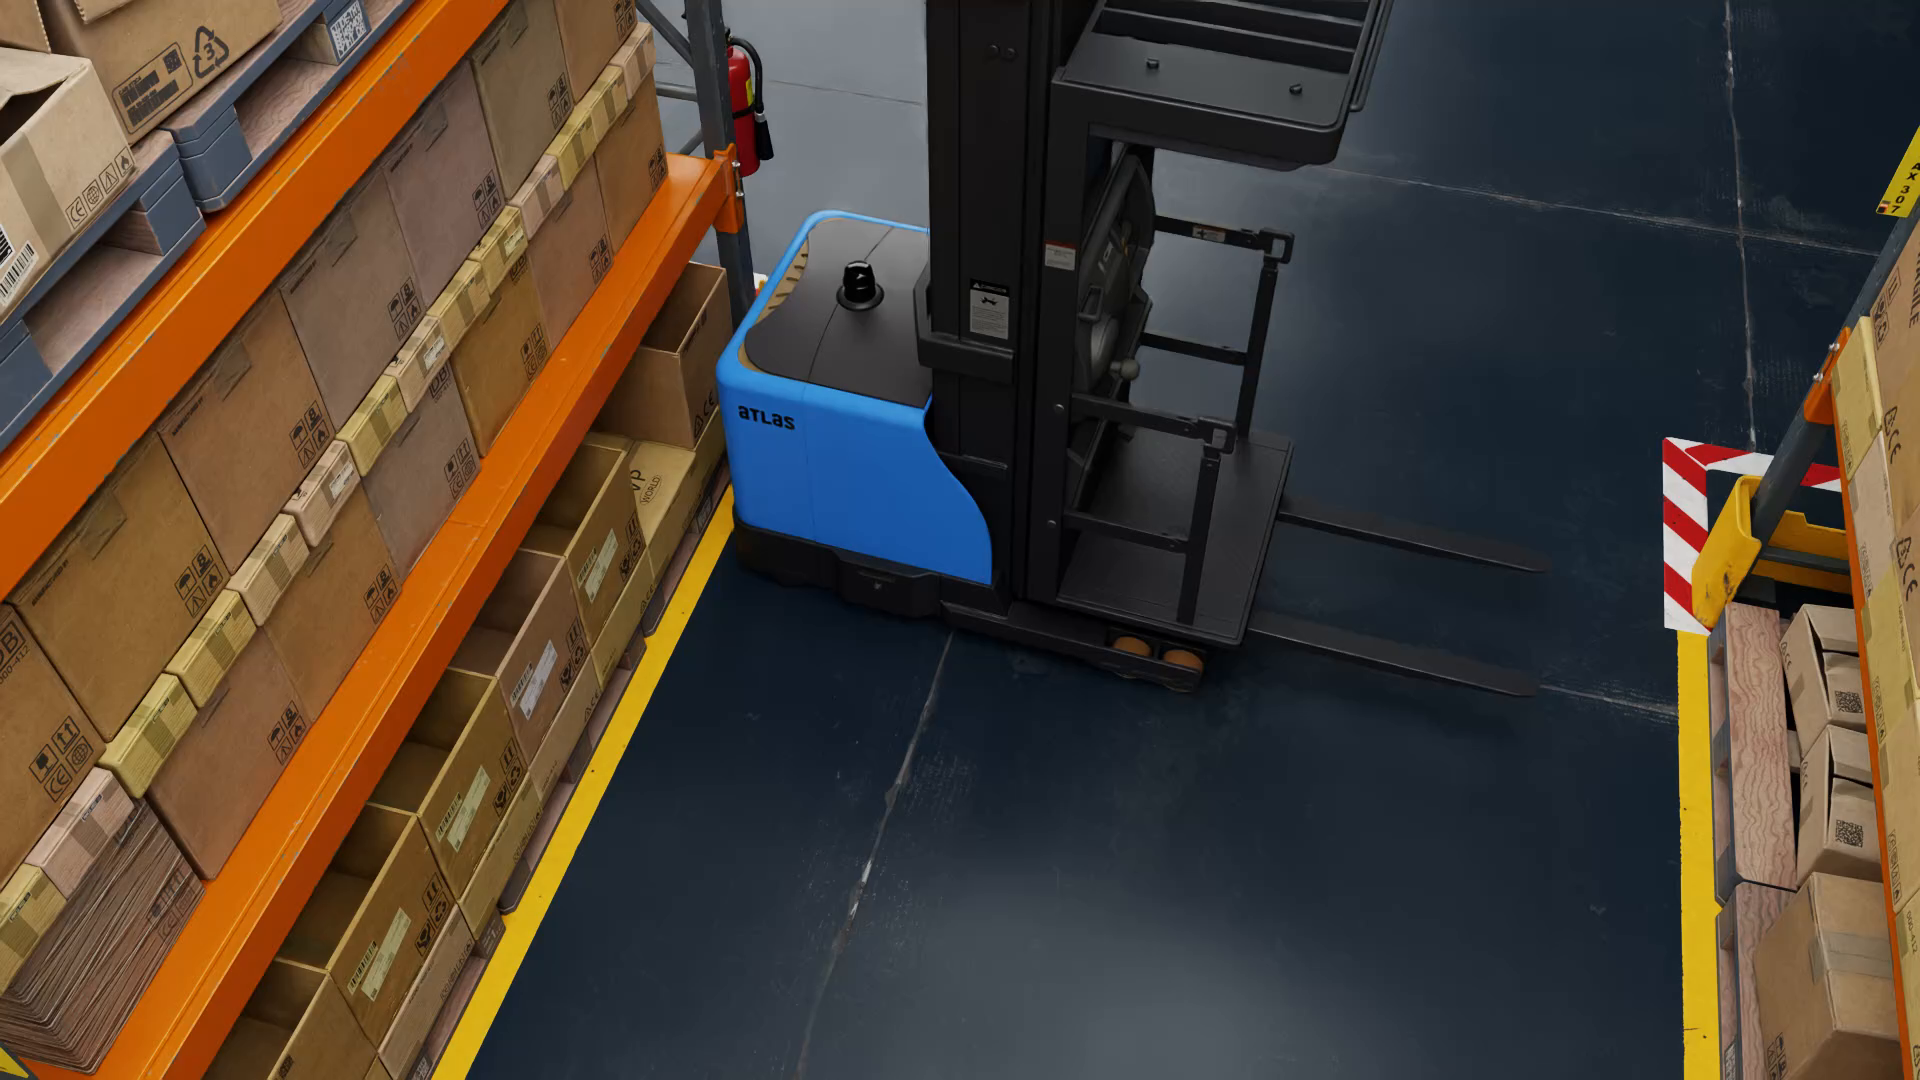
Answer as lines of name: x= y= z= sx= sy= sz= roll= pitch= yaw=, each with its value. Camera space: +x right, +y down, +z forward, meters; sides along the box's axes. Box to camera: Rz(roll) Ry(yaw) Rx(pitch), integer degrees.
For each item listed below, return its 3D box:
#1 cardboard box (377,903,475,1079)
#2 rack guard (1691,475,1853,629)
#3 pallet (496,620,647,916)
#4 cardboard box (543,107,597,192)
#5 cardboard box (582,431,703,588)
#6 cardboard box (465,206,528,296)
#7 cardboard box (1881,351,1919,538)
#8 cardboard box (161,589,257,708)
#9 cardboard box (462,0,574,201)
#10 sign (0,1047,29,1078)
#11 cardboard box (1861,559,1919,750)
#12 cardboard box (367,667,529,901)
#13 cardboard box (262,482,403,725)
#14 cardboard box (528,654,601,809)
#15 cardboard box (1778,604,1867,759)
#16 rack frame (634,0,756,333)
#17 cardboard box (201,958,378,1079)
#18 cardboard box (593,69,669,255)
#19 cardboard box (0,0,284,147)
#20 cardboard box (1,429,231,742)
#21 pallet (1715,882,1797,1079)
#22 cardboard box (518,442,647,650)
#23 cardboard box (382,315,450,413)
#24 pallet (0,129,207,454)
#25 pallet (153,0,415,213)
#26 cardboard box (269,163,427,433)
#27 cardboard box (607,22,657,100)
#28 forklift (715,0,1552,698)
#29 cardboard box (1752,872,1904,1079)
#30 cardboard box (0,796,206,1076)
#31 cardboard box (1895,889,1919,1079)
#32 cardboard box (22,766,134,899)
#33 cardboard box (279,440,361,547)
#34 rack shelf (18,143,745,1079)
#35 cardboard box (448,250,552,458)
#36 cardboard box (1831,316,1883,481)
cardboard box: x=-1.839 y=1.321 z=5.056 sx=0.500 sy=0.250 sz=0.500 roll=12 pitch=50 yaw=10
rack guard: x=3.423 y=0.150 z=6.203 sx=1.175 sy=0.500 sz=0.348 roll=12 pitch=50 yaw=10
pallet: x=-1.821 y=0.657 z=5.948 sx=1.003 sy=0.211 sz=1.213 roll=12 pitch=50 yaw=10
cardboard box: x=-1.388 y=-1.266 z=5.286 sx=0.380 sy=0.149 sz=0.250 roll=11 pitch=49 yaw=9
cardboard box: x=-1.313 y=-0.125 z=6.333 sx=0.500 sy=0.250 sz=0.500 roll=12 pitch=50 yaw=10
cardboard box: x=-1.525 y=-0.894 z=4.958 sx=0.380 sy=0.149 sz=0.250 roll=13 pitch=50 yaw=11
cardboard box: x=2.888 y=-0.295 z=4.515 sx=0.500 sy=0.500 sz=0.500 roll=12 pitch=50 yaw=10
cardboard box: x=-1.932 y=0.224 z=3.971 sx=0.380 sy=0.149 sz=0.250 roll=11 pitch=50 yaw=10
cardboard box: x=-1.619 y=-1.414 z=4.984 sx=0.700 sy=0.500 sz=0.500 roll=10 pitch=49 yaw=9
sign: x=-1.864 y=0.930 z=3.128 sx=0.100 sy=0.325 sz=0.005 roll=12 pitch=50 yaw=10
cardboard box: x=2.746 y=0.347 z=4.448 sx=0.500 sy=0.250 sz=0.500 roll=11 pitch=49 yaw=9
cardboard box: x=-1.703 y=0.713 z=5.093 sx=0.500 sy=0.500 sz=0.500 roll=12 pitch=50 yaw=10
cardboard box: x=-2.011 y=0.087 z=4.525 sx=0.700 sy=0.500 sz=0.500 roll=12 pitch=50 yaw=11
cardboard box: x=-1.576 y=0.598 z=5.694 sx=0.500 sy=0.250 sz=0.500 roll=12 pitch=50 yaw=10
cardboard box: x=3.174 y=0.495 z=5.731 sx=0.500 sy=0.311 sz=0.500 roll=7 pitch=49 yaw=6
rack frame: x=-1.337 y=-1.706 z=6.174 sx=1.000 sy=3.000 sz=0.127 roll=12 pitch=50 yaw=10
cardboard box: x=-1.966 y=1.436 z=4.455 sx=0.500 sy=0.500 sz=0.500 roll=12 pitch=50 yaw=10
cardboard box: x=-1.472 y=-1.404 z=5.841 sx=0.700 sy=0.500 sz=0.500 roll=12 pitch=50 yaw=10
cardboard box: x=-1.835 y=-1.192 z=3.277 sx=0.797 sy=0.503 sz=0.637 roll=17 pitch=51 yaw=14
cardboard box: x=-2.147 y=0.036 z=3.704 sx=0.700 sy=0.500 sz=0.500 roll=11 pitch=50 yaw=10
pallet: x=2.852 y=1.706 z=5.022 sx=1.003 sy=0.211 sz=1.213 roll=12 pitch=50 yaw=10
cardboard box: x=-1.440 y=-0.011 z=5.731 sx=0.500 sy=0.500 sz=0.500 roll=12 pitch=50 yaw=10
cardboard box: x=-1.660 y=-0.518 z=4.626 sx=0.380 sy=0.149 sz=0.250 roll=11 pitch=49 yaw=10
pallet: x=-2.190 y=-0.399 z=3.078 sx=1.003 sy=0.211 sz=1.213 roll=12 pitch=50 yaw=10
pallet: x=-1.867 y=-1.278 z=3.855 sx=1.003 sy=0.211 sz=1.213 roll=12 pitch=50 yaw=10
cardboard box: x=-1.883 y=-0.687 z=4.342 sx=0.700 sy=0.500 sz=0.500 roll=12 pitch=50 yaw=10
cardboard box: x=-1.254 y=-1.640 z=5.616 sx=0.380 sy=0.149 sz=0.250 roll=11 pitch=49 yaw=9
forklift: x=0.702 y=-0.857 z=5.471 sx=3.031 sy=2.935 sz=1.130 roll=14 pitch=50 yaw=12
cardboard box: x=2.783 y=1.366 z=4.837 sx=0.700 sy=0.500 sz=0.500 roll=9 pitch=49 yaw=8
cardboard box: x=-2.279 y=0.832 z=3.868 sx=0.700 sy=0.500 sz=0.500 roll=10 pitch=49 yaw=9
cardboard box: x=2.479 y=1.077 z=3.805 sx=0.500 sy=0.250 sz=0.500 roll=11 pitch=50 yaw=10
cardboard box: x=-2.066 y=0.601 z=3.638 sx=0.380 sy=0.149 sz=0.250 roll=12 pitch=50 yaw=11
cardboard box: x=-1.797 y=-0.150 z=4.301 sx=0.380 sy=0.149 sz=0.250 roll=10 pitch=49 yaw=9
rack shelf: x=-1.863 y=-0.022 z=5.167 sx=1.077 sy=0.370 sz=4.000 roll=12 pitch=50 yaw=10
cardboard box: x=-1.742 y=-0.666 z=5.189 sx=0.700 sy=0.500 sz=0.500 roll=12 pitch=50 yaw=10
cardboard box: x=3.008 y=-0.398 z=5.106 sx=0.500 sy=0.250 sz=0.500 roll=10 pitch=49 yaw=9
